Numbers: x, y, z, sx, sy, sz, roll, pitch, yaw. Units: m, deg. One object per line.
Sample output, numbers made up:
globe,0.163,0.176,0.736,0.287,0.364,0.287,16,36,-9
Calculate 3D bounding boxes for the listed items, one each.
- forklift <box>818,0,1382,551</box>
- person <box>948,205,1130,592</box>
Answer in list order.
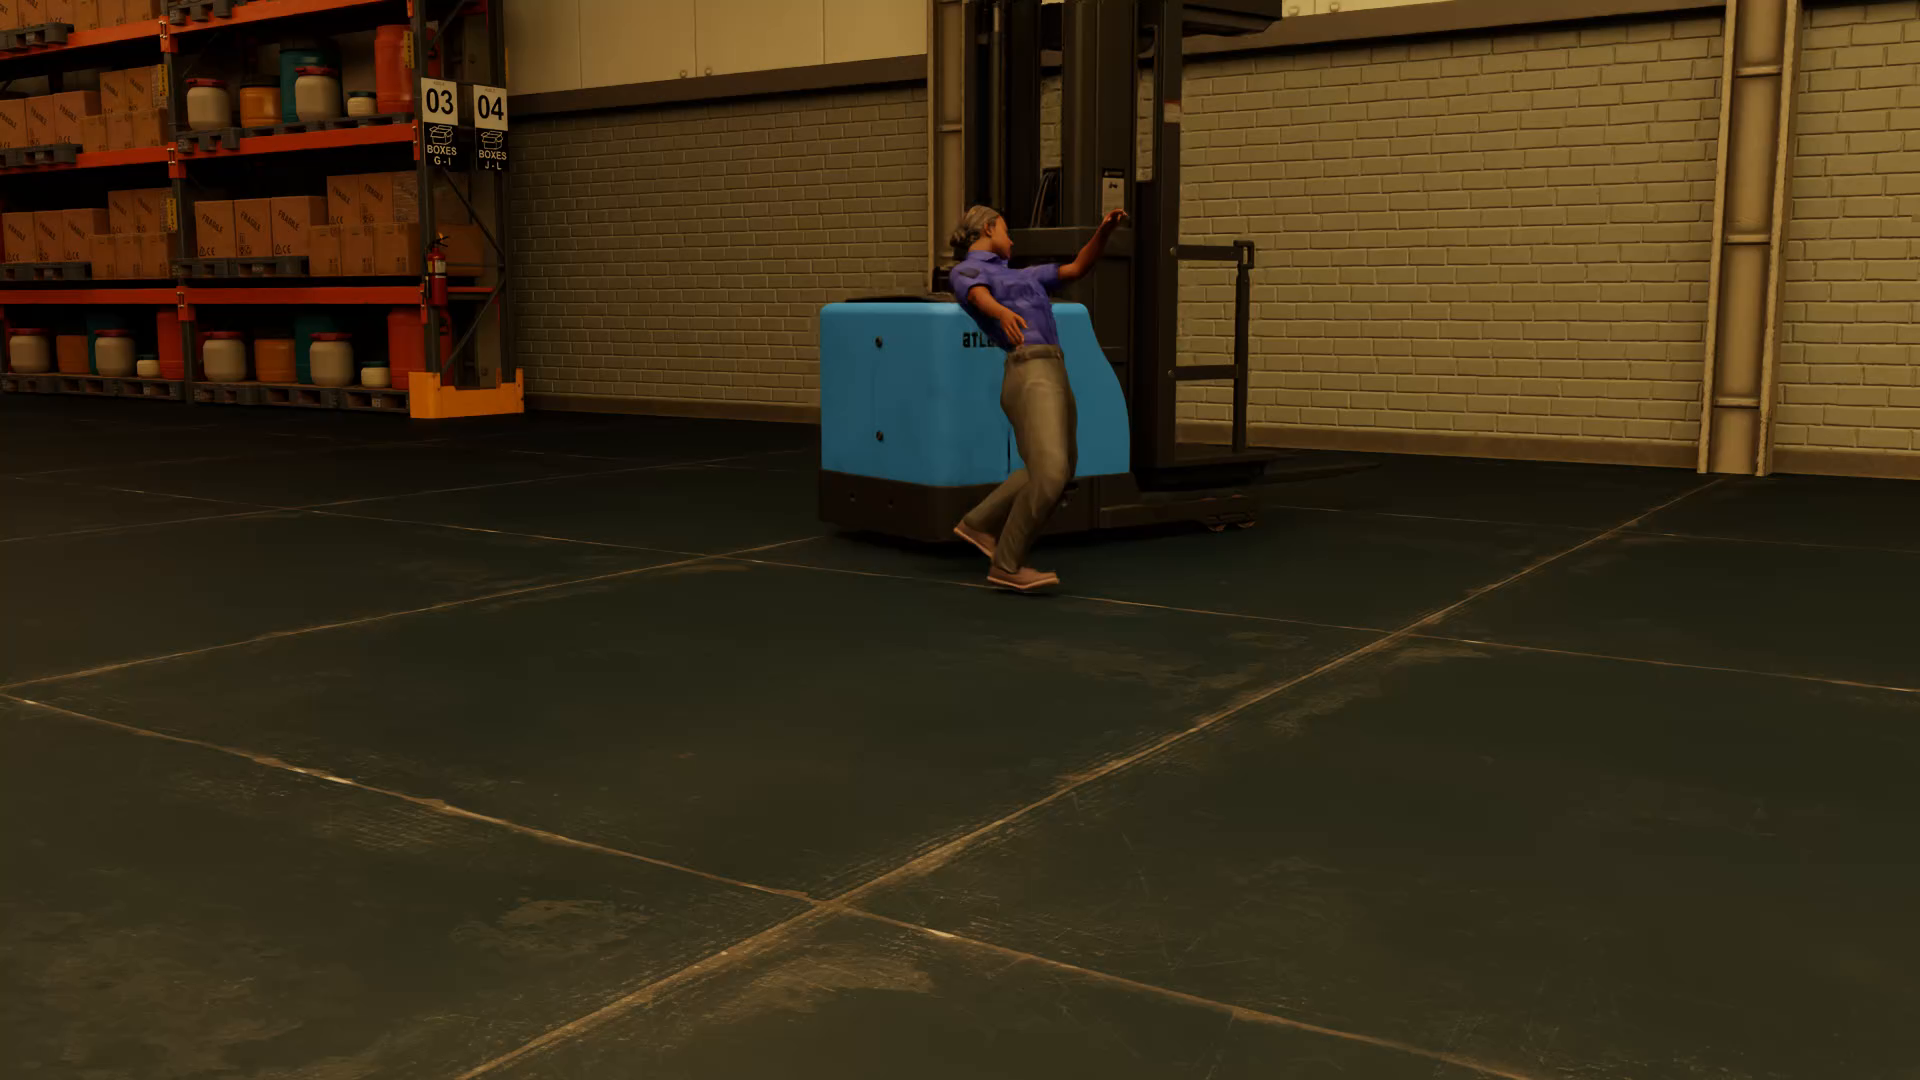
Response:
forklift,0.831,-1.544,8.049,3.031,2.935,1.130,-6,10,-36
person,0.234,-0.535,6.162,0.753,1.424,0.965,2,8,14
